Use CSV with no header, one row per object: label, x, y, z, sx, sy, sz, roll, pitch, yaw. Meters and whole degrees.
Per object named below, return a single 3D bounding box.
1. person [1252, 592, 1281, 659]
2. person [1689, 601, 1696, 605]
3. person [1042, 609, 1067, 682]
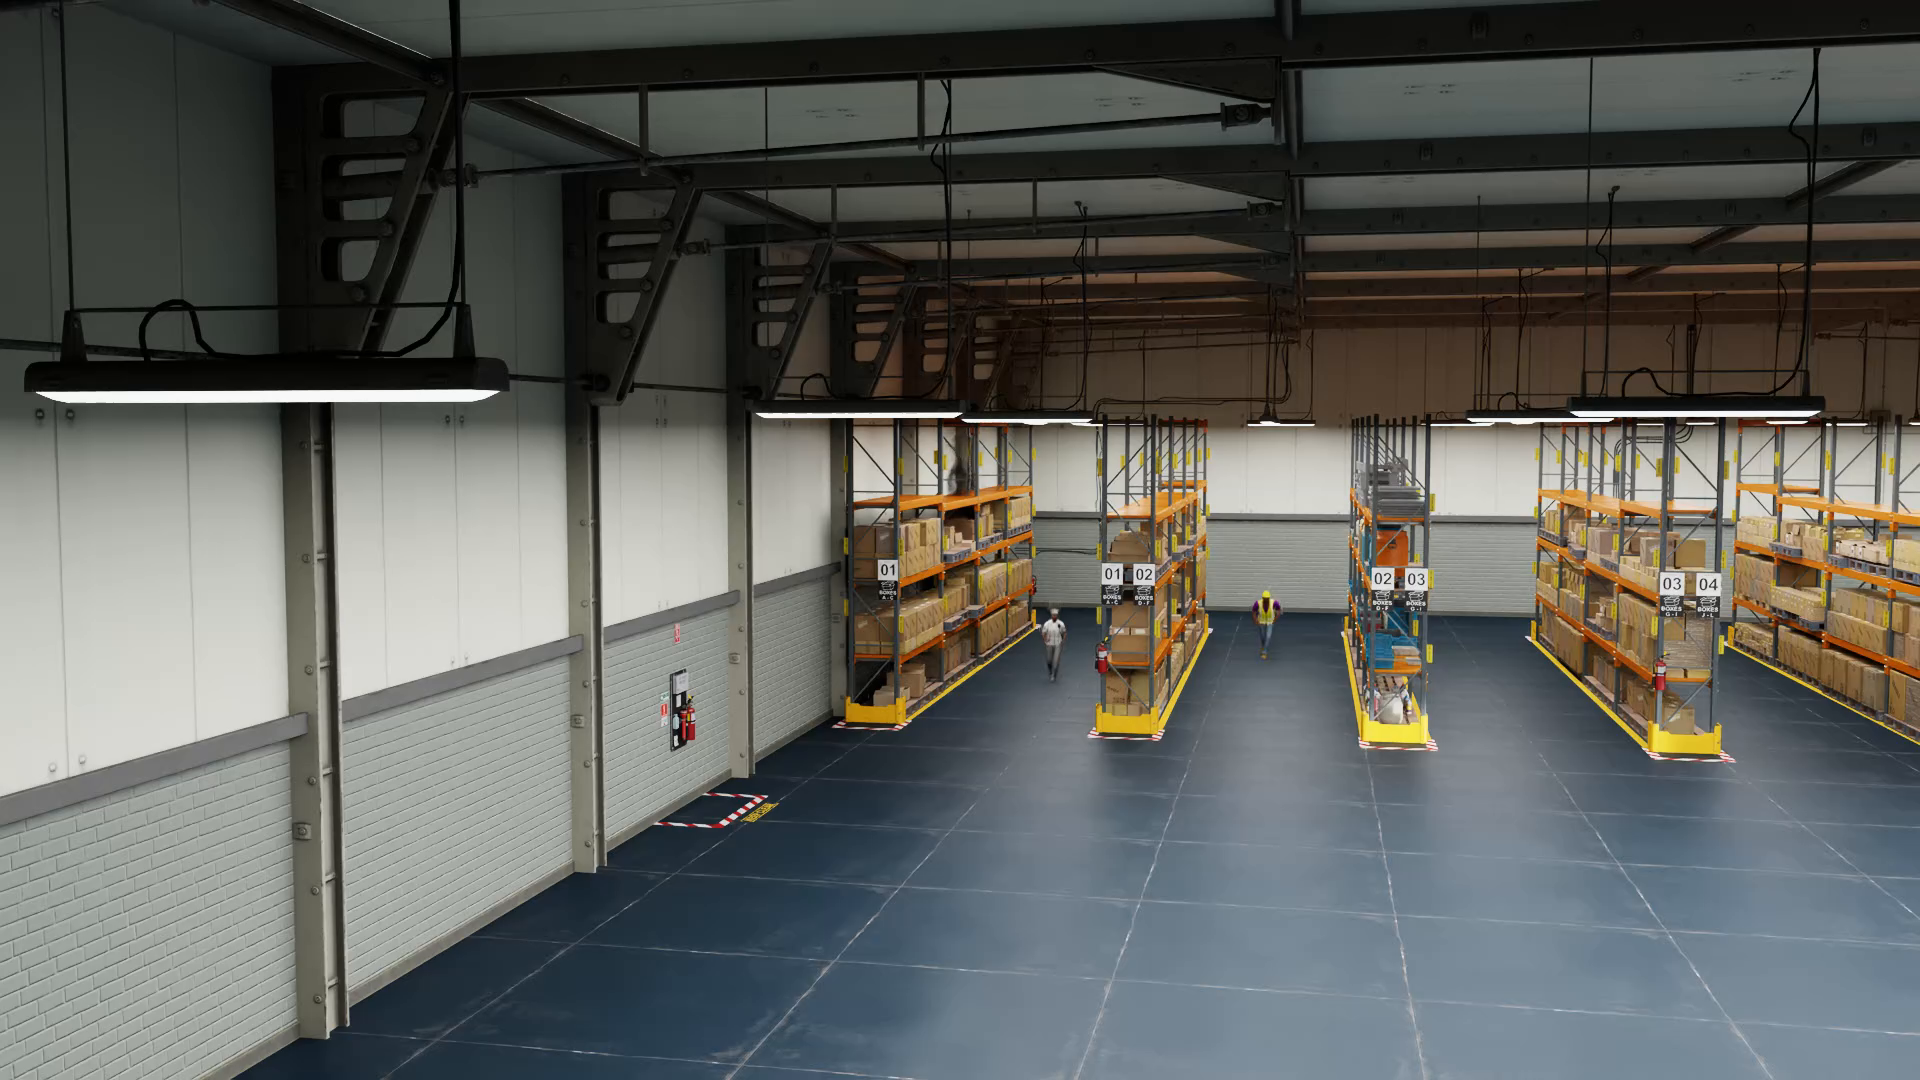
person,7.700,2.116,41.803,0.707,1.708,0.972,0,4,7
person,18.641,2.054,41.899,0.640,1.740,0.637,1,4,20
person,2.152,2.375,37.839,0.563,1.655,0.588,0,4,2
